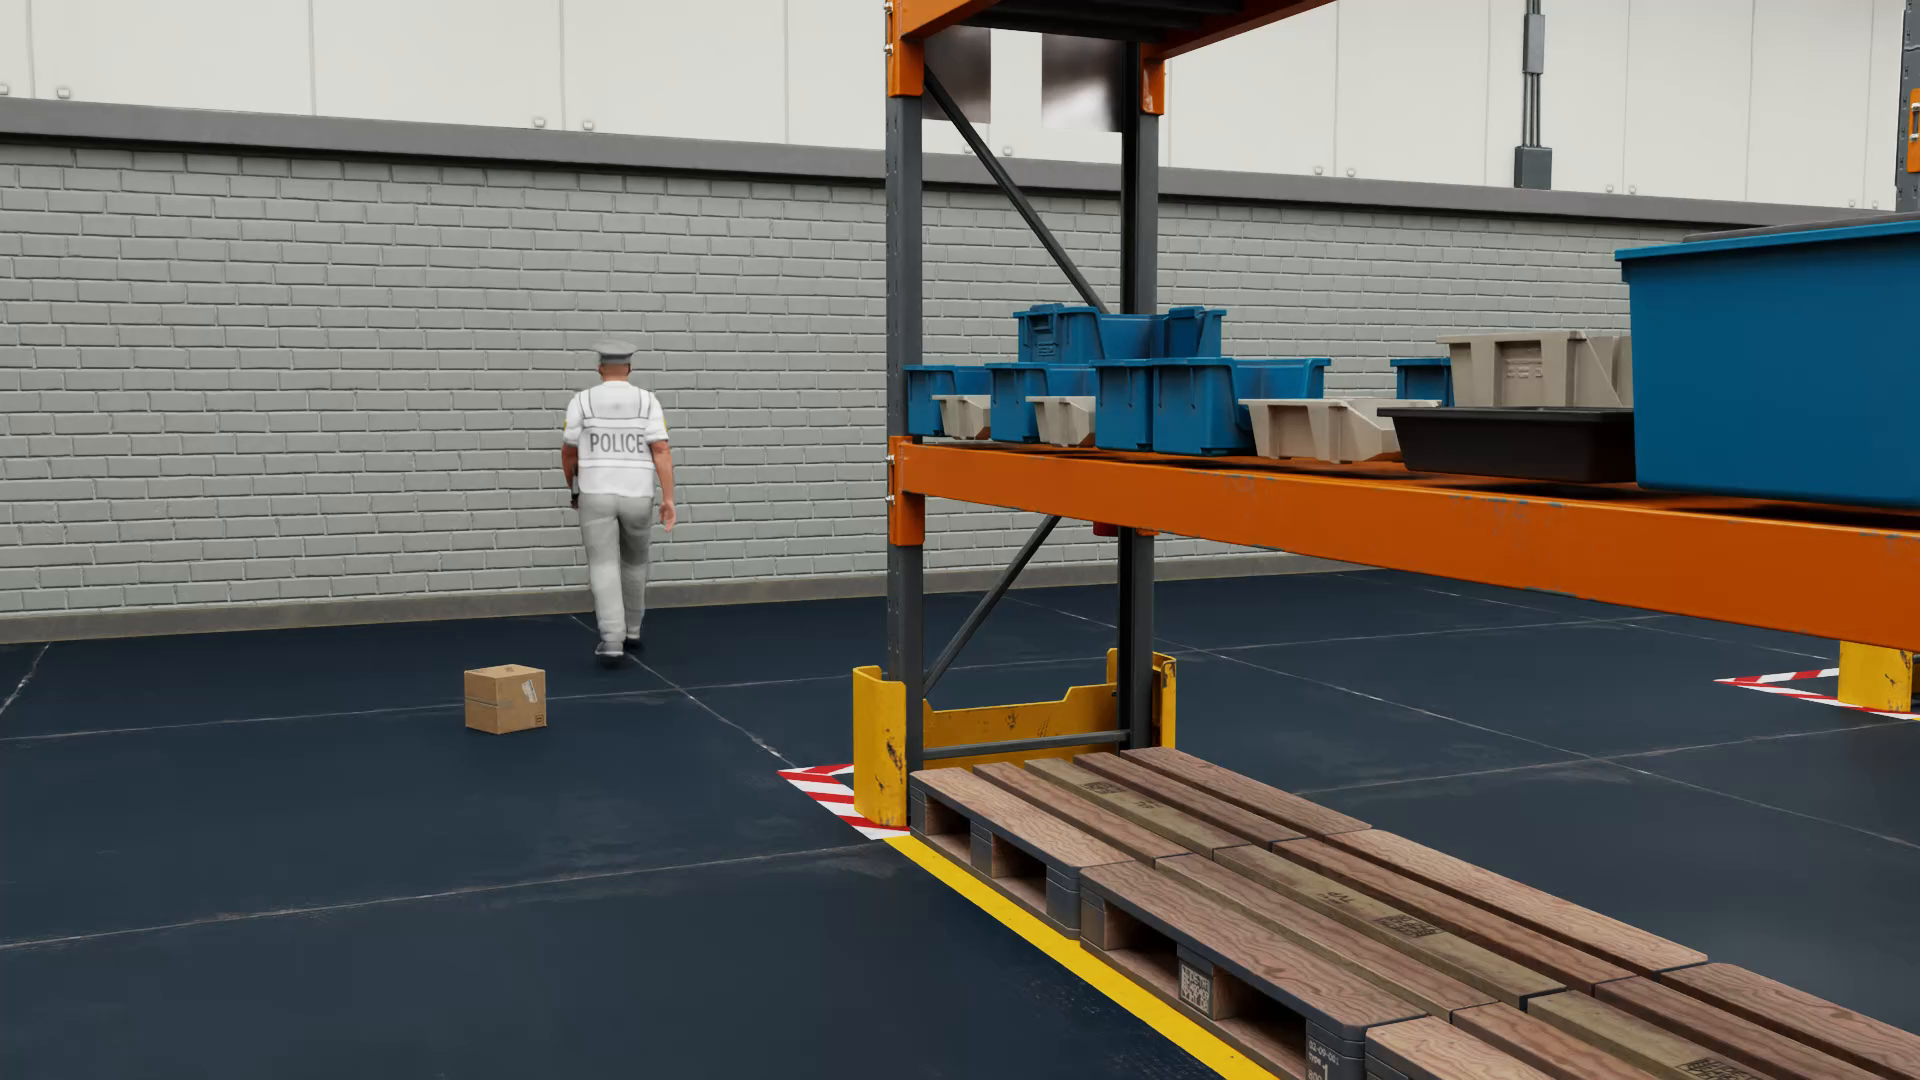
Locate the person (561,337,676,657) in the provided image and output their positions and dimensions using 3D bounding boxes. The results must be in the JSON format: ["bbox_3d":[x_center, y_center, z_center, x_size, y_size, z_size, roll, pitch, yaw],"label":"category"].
[{"bbox_3d":[-1.903,-0.249,9.171,0.570,1.726,0.970,-2,6,-21],"label":"person"}]
